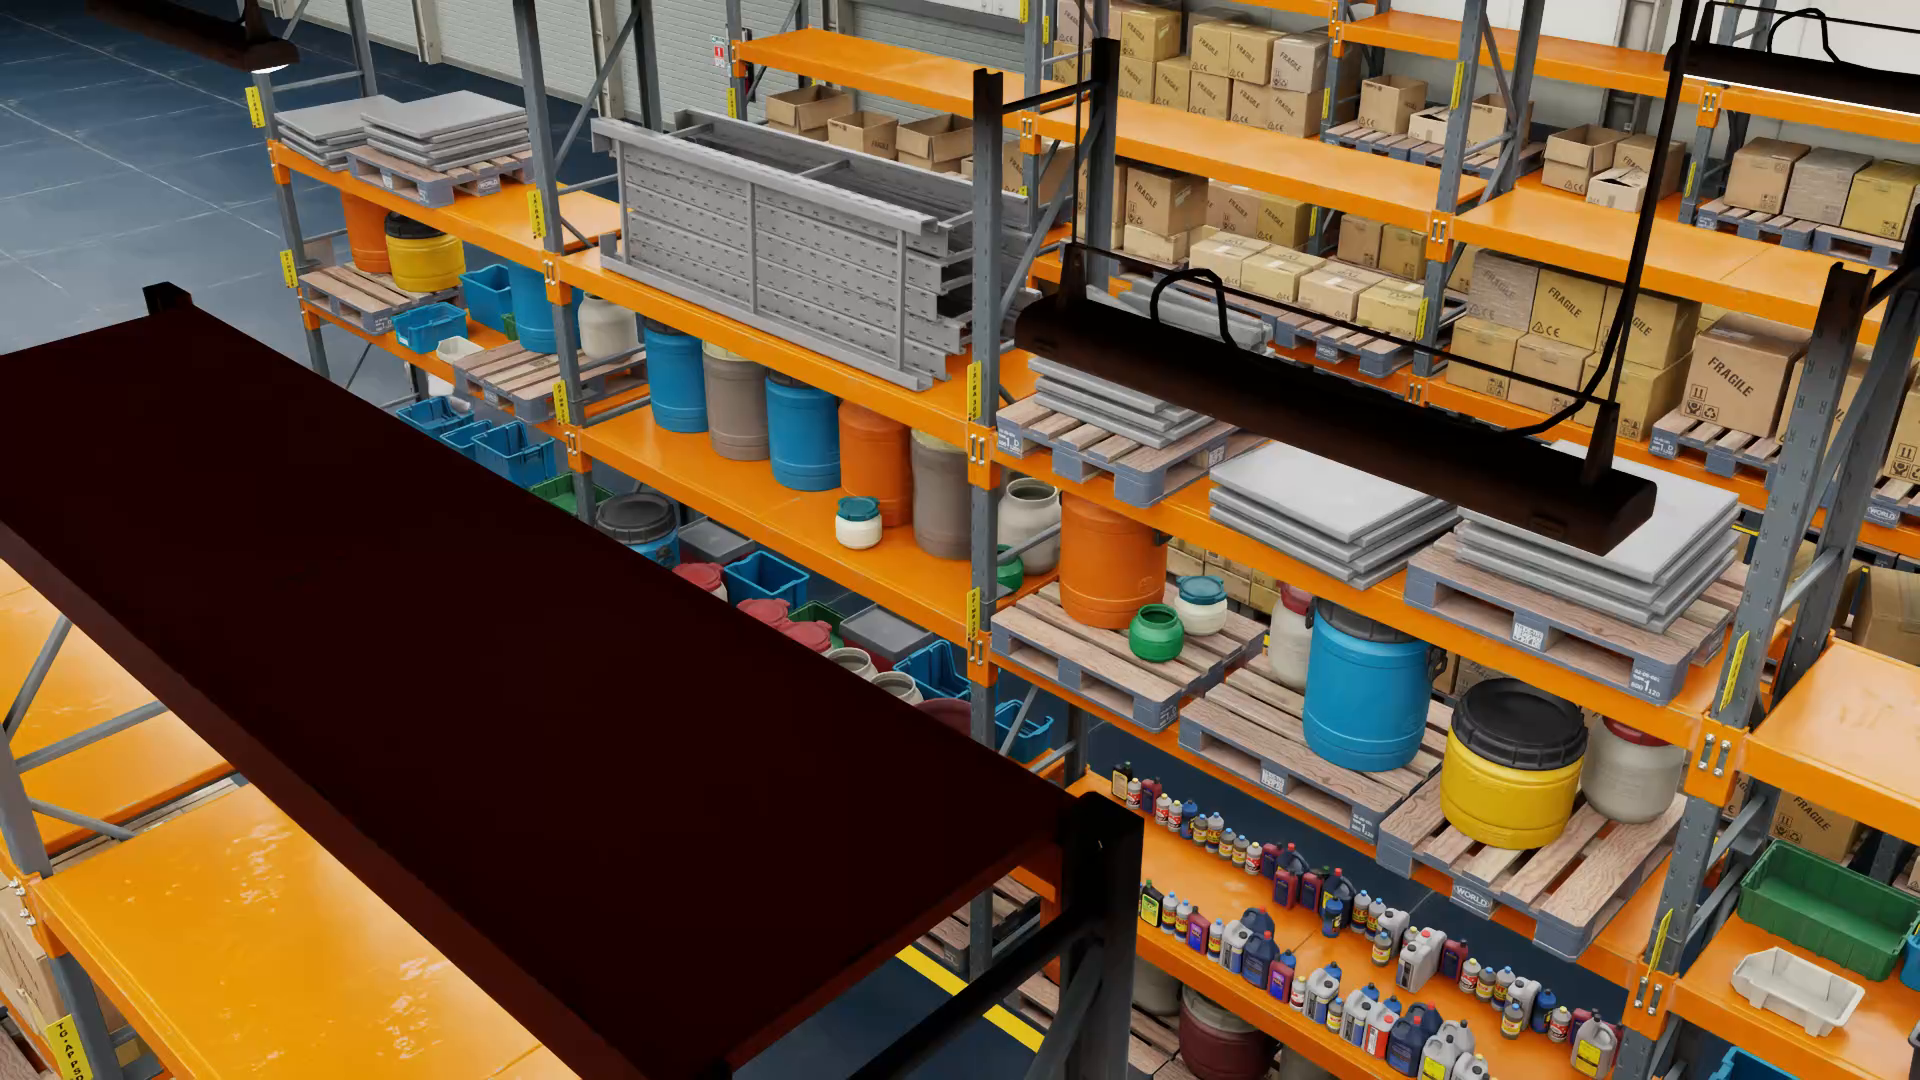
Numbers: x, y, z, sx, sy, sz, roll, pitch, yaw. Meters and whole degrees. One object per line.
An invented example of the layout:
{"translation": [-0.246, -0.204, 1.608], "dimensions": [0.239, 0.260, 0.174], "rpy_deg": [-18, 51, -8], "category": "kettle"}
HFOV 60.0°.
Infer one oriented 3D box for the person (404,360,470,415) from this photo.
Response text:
{"translation": [-5.545, -1.833, 17.656], "dimensions": [0.574, 1.770, 0.810], "rpy_deg": [15, 33, 25], "category": "person"}
